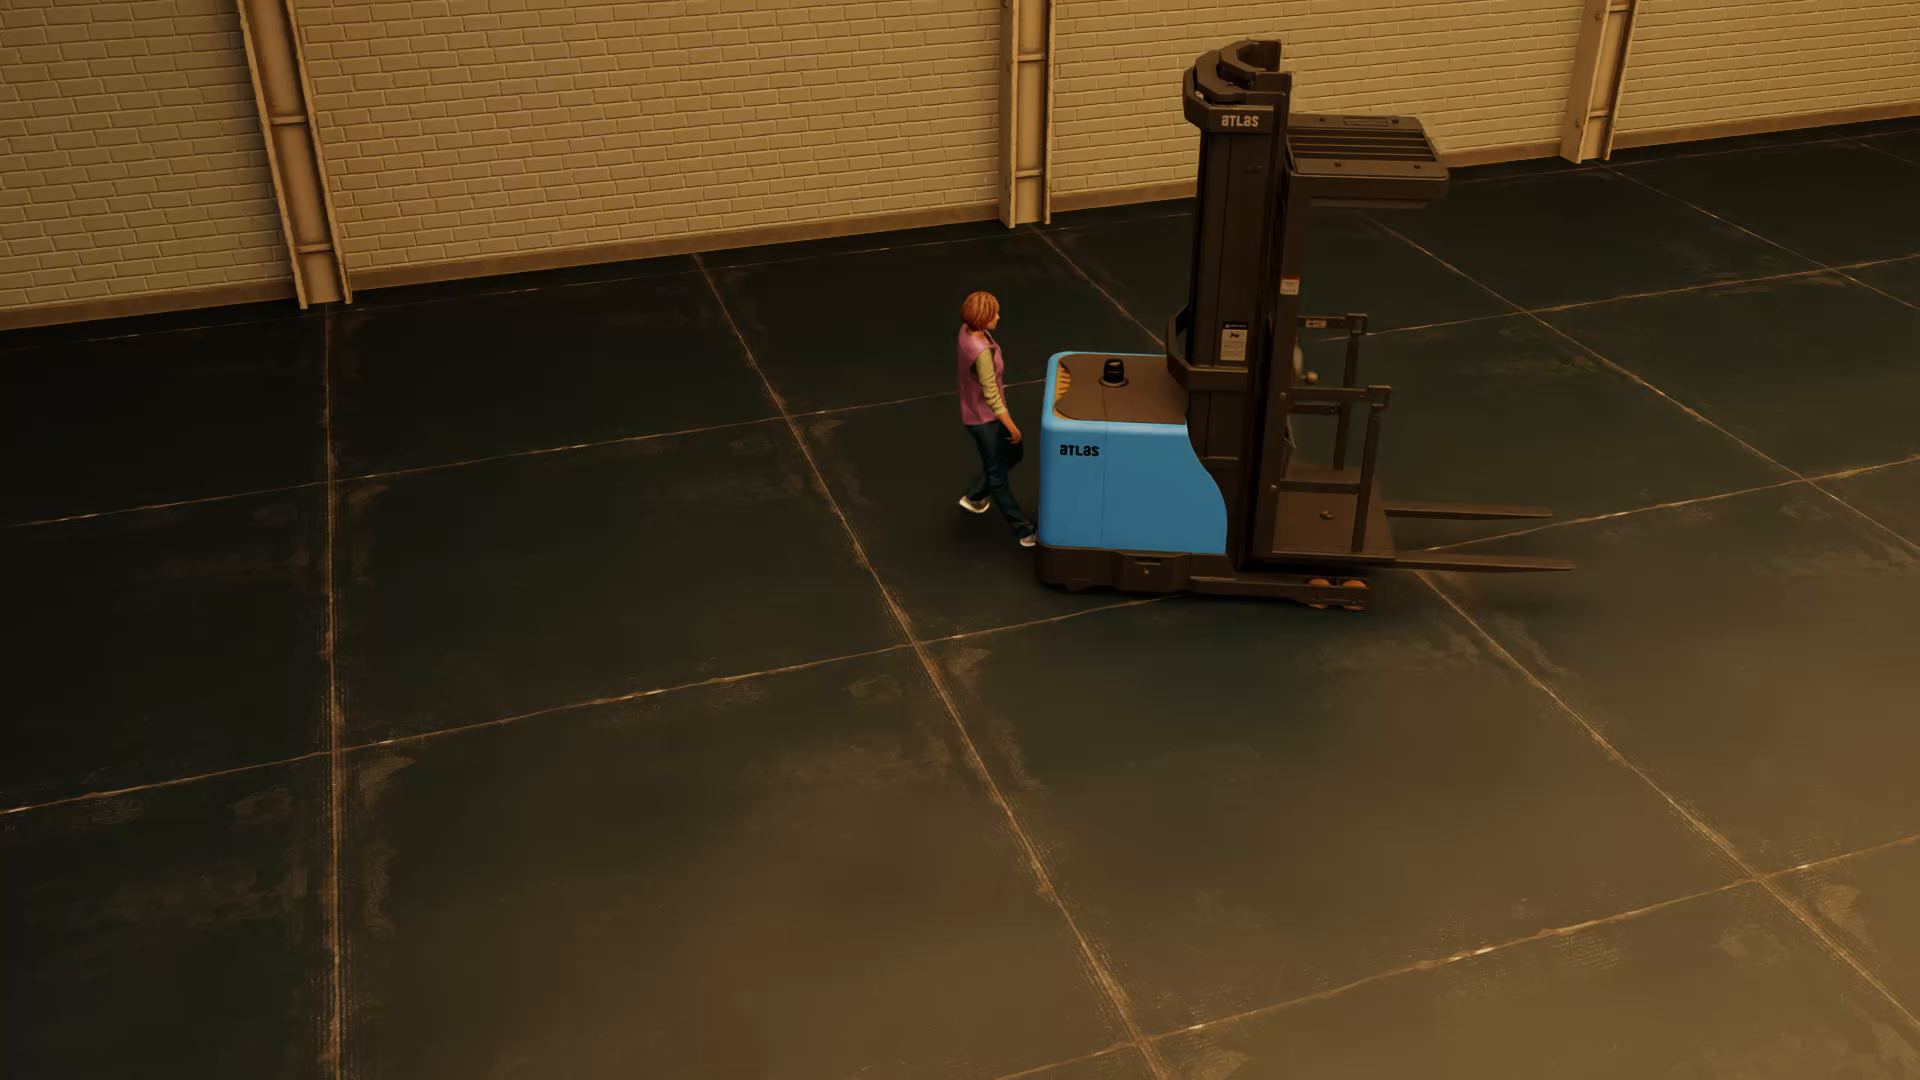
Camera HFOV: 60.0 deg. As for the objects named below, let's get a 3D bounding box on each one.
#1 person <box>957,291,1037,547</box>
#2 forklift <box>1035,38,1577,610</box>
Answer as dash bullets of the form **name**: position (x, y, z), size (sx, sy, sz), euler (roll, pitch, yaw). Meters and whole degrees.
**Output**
- **person**: position (0.303, -0.749, 9.784), size (0.636, 1.503, 0.594), euler (-1, 30, -1)
- **forklift**: position (1.975, -1.155, 9.094), size (3.031, 2.935, 1.130), euler (3, 30, 5)
